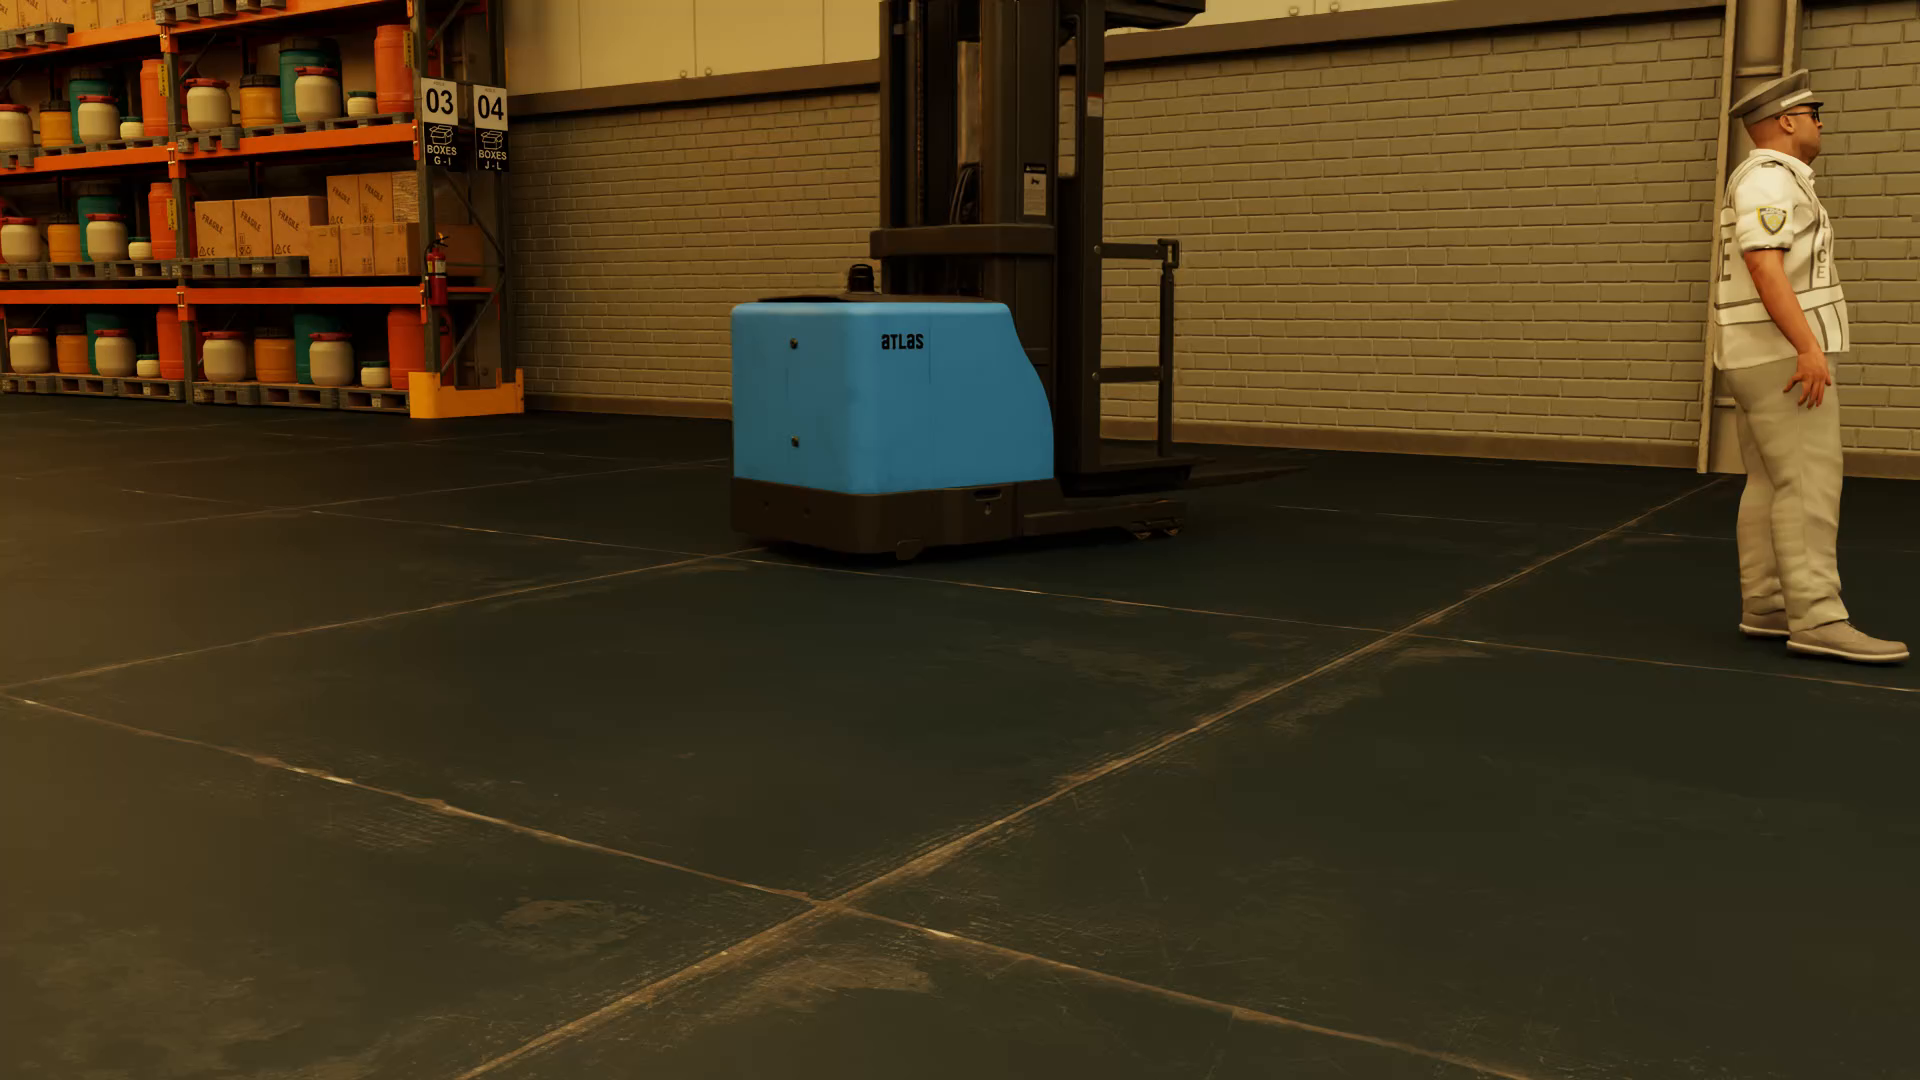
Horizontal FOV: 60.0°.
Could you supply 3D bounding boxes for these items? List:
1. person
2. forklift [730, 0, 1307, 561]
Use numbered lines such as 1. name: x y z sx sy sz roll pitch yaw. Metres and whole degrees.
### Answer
1. person: 2.648 -0.562 5.175 0.575 1.781 0.639 3 9 19
2. forklift: 0.434 -1.509 7.806 3.031 2.935 1.130 -7 10 -39
